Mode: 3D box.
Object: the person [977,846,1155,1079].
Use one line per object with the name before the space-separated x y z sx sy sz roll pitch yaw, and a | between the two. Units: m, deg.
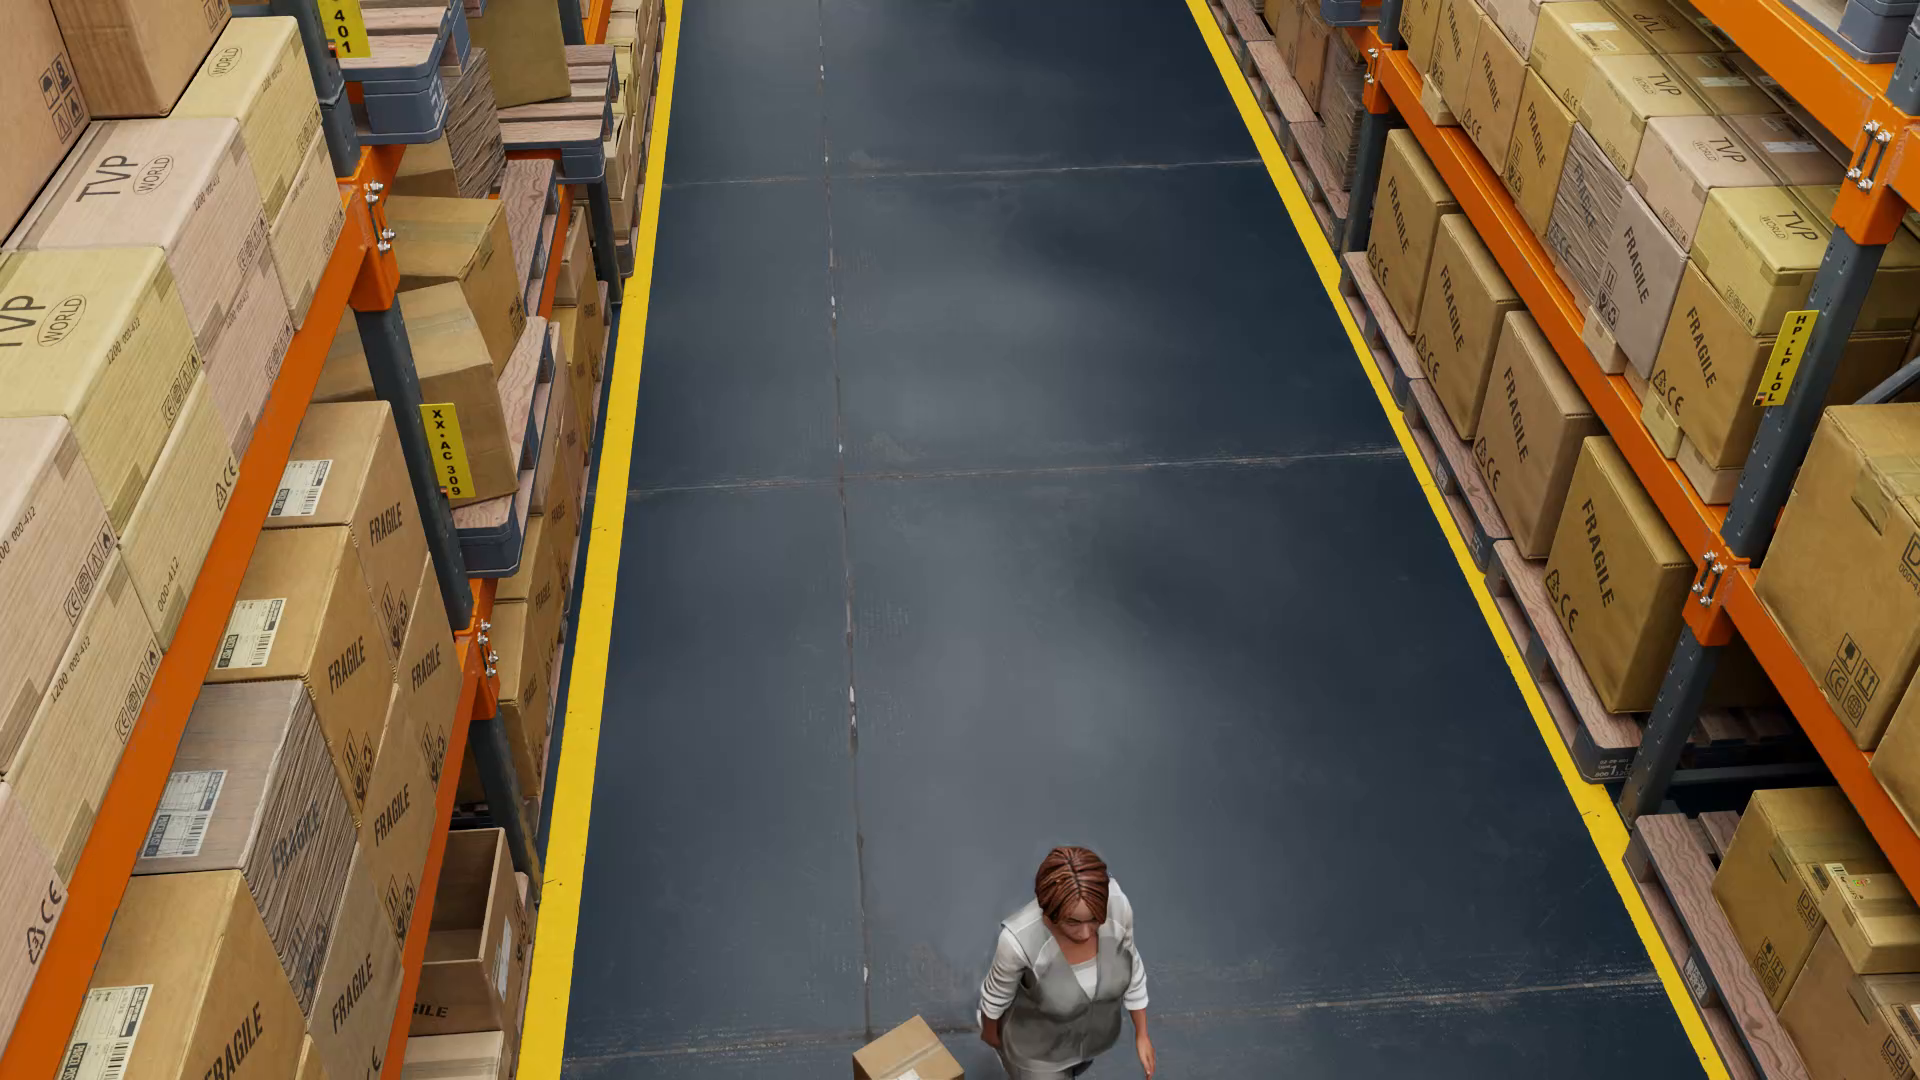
person | 0.255 1.308 4.574 0.419 1.542 0.944 -21 44 -23
